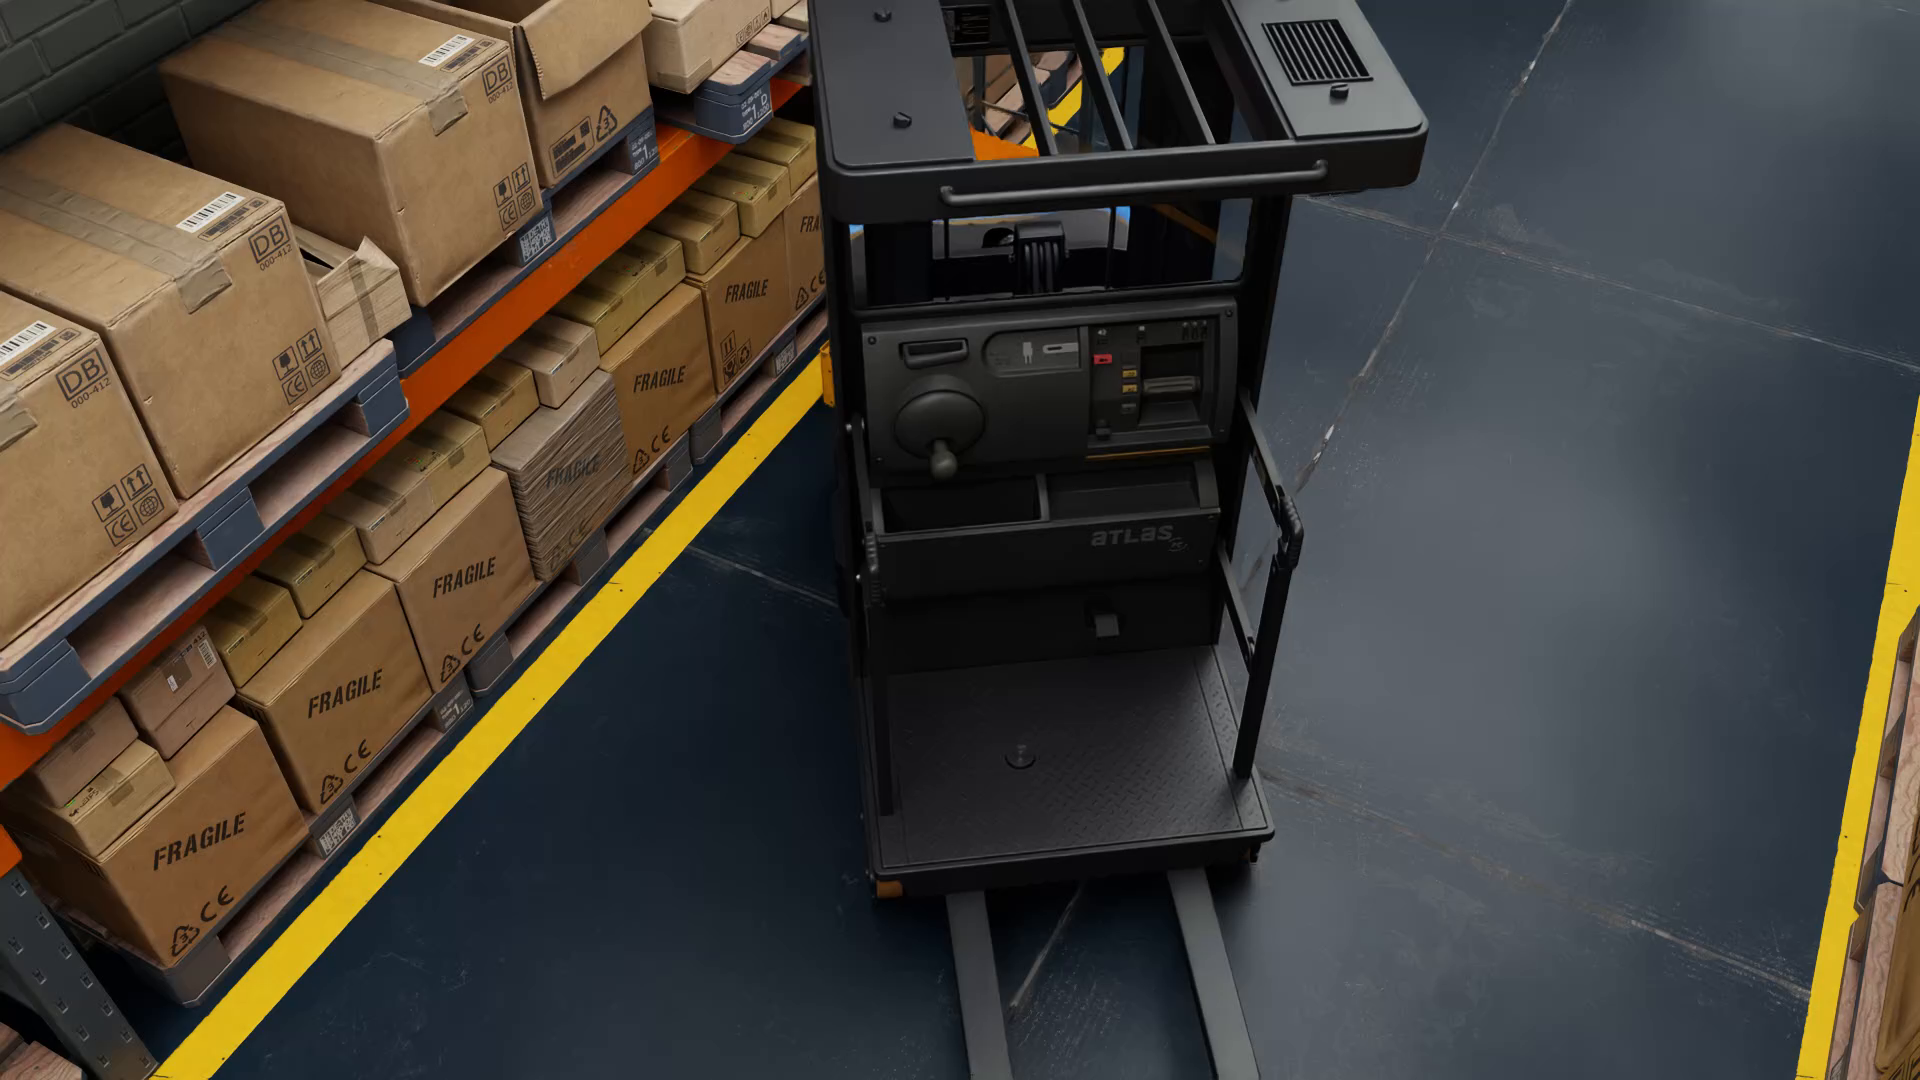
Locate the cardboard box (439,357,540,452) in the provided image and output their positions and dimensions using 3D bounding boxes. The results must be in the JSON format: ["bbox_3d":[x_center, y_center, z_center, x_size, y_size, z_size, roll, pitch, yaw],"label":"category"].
[{"bbox_3d":[-1.525,-0.453,5.095,0.380,0.149,0.250,21,49,19],"label":"cardboard box"}]

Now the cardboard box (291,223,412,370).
[{"bbox_3d":[-1.593,-0.644,4.077,0.396,0.266,0.258,23,50,21],"label":"cardboard box"}]

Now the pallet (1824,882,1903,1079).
[{"bbox_3d":[2.677,1.539,4.080,1.003,0.211,1.213,20,49,19],"label":"pallet"}]

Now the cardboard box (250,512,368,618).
[{"bbox_3d":[-1.891,0.027,4.620,0.380,0.149,0.250,20,49,18],"label":"cardboard box"}]

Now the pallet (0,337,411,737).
[{"bbox_3d":[-2.110,-0.195,3.968,1.003,0.211,1.213,20,49,19],"label":"pallet"}]

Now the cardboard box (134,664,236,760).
[{"bbox_3d":[-2.115,0.370,4.281,0.380,0.149,0.250,19,48,18],"label":"cardboard box"}]

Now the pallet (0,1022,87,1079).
[{"bbox_3d":[-2.897,1.618,4.003,1.003,0.211,1.213,20,49,19],"label":"pallet"}]

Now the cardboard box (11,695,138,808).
[{"bbox_3d":[-2.229,0.445,3.998,0.380,0.149,0.250,20,49,18],"label":"cardboard box"}]

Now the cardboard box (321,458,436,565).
[{"bbox_3d":[-1.742,-0.118,4.763,0.380,0.149,0.250,20,49,19],"label":"cardboard box"}]

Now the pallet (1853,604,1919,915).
[{"bbox_3d":[3.245,0.774,4.837,1.003,0.211,1.213,20,49,19],"label":"pallet"}]

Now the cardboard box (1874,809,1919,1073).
[{"bbox_3d":[2.866,0.889,3.961,0.875,0.875,0.875,21,49,20],"label":"cardboard box"}]

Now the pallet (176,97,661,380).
[{"bbox_3d":[-1.619,-1.021,4.785,1.003,0.211,1.213,20,49,19],"label":"pallet"}]

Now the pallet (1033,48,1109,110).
[{"bbox_3d":[0.264,-2.606,8.177,1.003,0.211,1.213,20,49,19],"label":"pallet"}]

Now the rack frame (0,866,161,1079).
[{"bbox_3d":[-2.577,0.205,3.438,1.000,3.000,0.127,20,49,19],"label":"rack frame"}]

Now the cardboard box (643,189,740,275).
[{"bbox_3d":[-0.986,-1.083,5.718,0.380,0.149,0.250,19,48,18],"label":"cardboard box"}]

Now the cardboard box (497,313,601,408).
[{"bbox_3d":[-1.366,-0.591,5.231,0.380,0.149,0.250,18,48,17],"label":"cardboard box"}]

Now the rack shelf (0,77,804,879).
[{"bbox_3d":[-1.649,-0.802,4.939,1.077,0.370,4.000,20,49,19],"label":"rack shelf"}]

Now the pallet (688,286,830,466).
[{"bbox_3d":[-1.101,-0.877,6.468,1.003,0.211,1.213,20,49,19],"label":"pallet"}]

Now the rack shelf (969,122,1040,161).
[{"bbox_3d":[0.009,-1.151,6.086,0.538,0.185,1.000,23,50,21],"label":"rack shelf"}]

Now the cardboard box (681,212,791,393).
[{"bbox_3d":[-0.968,-0.934,6.027,0.500,0.500,0.500,20,49,18],"label":"cardboard box"}]

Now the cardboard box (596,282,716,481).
[{"bbox_3d":[-1.209,-0.604,5.700,0.500,0.500,0.500,22,49,21],"label":"cardboard box"}]

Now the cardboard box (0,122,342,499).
[{"bbox_3d":[-1.914,-0.535,3.804,0.700,0.500,0.500,21,49,19],"label":"cardboard box"}]

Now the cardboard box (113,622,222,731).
[{"bbox_3d":[-2.097,0.286,4.155,0.380,0.149,0.250,18,48,17],"label":"cardboard box"}]

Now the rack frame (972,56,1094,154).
[{"bbox_3d":[0.268,-1.589,6.266,0.500,1.500,0.032,23,50,21],"label":"rack frame"}]

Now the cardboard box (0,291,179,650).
[{"bbox_3d":[-2.155,-0.209,3.482,0.700,0.500,0.500,22,49,20],"label":"cardboard box"}]

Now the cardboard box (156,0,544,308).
[{"bbox_3d":[-1.550,-1.029,4.293,0.700,0.500,0.500,20,49,19],"label":"cardboard box"}]

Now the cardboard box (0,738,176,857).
[{"bbox_3d":[-2.175,0.570,4.084,0.380,0.149,0.250,23,50,21],"label":"cardboard box"}]

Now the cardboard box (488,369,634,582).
[{"bbox_3d":[-1.433,-0.271,5.371,0.500,0.500,0.500,19,48,18],"label":"cardboard box"}]

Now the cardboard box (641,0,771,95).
[{"bbox_3d":[-0.924,-1.638,5.070,0.500,0.250,0.500,18,48,17],"label":"cardboard box"}]

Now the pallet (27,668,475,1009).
[{"bbox_3d":[-2.233,0.661,4.949,1.003,0.211,1.213,20,49,19],"label":"pallet"}]

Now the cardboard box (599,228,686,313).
[{"bbox_3d":[-1.149,-0.932,5.568,0.380,0.149,0.250,22,49,20],"label":"cardboard box"}]

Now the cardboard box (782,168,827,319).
[{"bbox_3d":[-0.726,-1.246,6.335,0.500,0.500,0.500,22,49,20],"label":"cardboard box"}]

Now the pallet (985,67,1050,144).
[{"bbox_3d":[-0.304,-1.840,7.420,1.003,0.211,1.213,20,49,19],"label":"pallet"}]

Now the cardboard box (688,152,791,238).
[{"bbox_3d":[-0.825,-1.235,5.868,0.380,0.149,0.250,18,48,17],"label":"cardboard box"}]

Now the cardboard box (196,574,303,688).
[{"bbox_3d":[-2.006,0.205,4.445,0.380,0.149,0.250,18,48,17],"label":"cardboard box"}]

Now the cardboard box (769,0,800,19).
[{"bbox_3d":[-0.686,-1.834,5.335,0.380,0.149,0.250,21,49,20],"label":"cardboard box"}]

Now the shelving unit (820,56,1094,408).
[{"bbox_3d":[0.005,-1.272,5.952,0.587,1.500,1.083,23,50,21],"label":"shelving unit"}]

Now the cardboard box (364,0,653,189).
[{"bbox_3d":[-1.314,-1.409,4.666,0.797,0.503,0.637,19,48,18],"label":"cardboard box"}]

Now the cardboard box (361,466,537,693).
[{"bbox_3d":[-1.679,0.054,5.050,0.500,0.500,0.500,19,48,18],"label":"cardboard box"}]

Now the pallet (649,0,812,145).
[{"bbox_3d":[-0.973,-1.797,5.552,1.213,0.211,1.003,20,49,19],"label":"pallet"}]

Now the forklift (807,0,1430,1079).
[{"bbox_3d":[0.256,-0.280,3.966,1.130,2.935,3.031,-5,46,-5],"label":"forklift"}]

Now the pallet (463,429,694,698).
[{"bbox_3d":[-1.668,-0.111,5.711,1.003,0.211,1.213,20,49,19],"label":"pallet"}]

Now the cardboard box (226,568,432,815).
[{"bbox_3d":[-1.915,0.367,4.740,0.500,0.500,0.500,20,49,19],"label":"cardboard box"}]

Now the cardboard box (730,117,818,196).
[{"bbox_3d":[-0.725,-1.417,6.048,0.380,0.149,0.250,18,48,17],"label":"cardboard box"}]

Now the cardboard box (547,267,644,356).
[{"bbox_3d":[-1.264,-0.775,5.413,0.380,0.149,0.250,20,49,18],"label":"cardboard box"}]

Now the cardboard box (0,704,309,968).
[{"bbox_3d":[-2.153,0.706,4.406,0.500,0.500,0.500,22,49,21],"label":"cardboard box"}]

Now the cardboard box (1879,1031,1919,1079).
[{"bbox_3d":[2.450,1.452,3.404,0.875,0.875,0.875,22,49,20],"label":"cardboard box"}]

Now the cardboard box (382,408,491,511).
[{"bbox_3d":[-1.625,-0.273,4.917,0.380,0.149,0.250,22,49,20],"label":"cardboard box"}]

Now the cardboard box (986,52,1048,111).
[{"bbox_3d":[-0.122,-2.430,7.417,0.875,0.625,0.625,22,49,20],"label":"cardboard box"}]

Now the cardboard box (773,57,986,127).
[{"bbox_3d":[-0.419,-2.016,7.008,0.875,0.625,0.625,22,49,20],"label":"cardboard box"}]

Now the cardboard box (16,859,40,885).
[{"bbox_3d":[-2.611,0.529,4.580,0.500,0.500,0.500,20,49,19],"label":"cardboard box"}]

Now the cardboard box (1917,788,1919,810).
[{"bbox_3d":[3.283,0.329,4.515,0.875,0.875,0.875,20,49,19],"label":"cardboard box"}]

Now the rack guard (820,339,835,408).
[{"bbox_3d":[-0.249,-0.527,6.095,0.587,0.250,0.087,23,50,21],"label":"rack guard"}]
